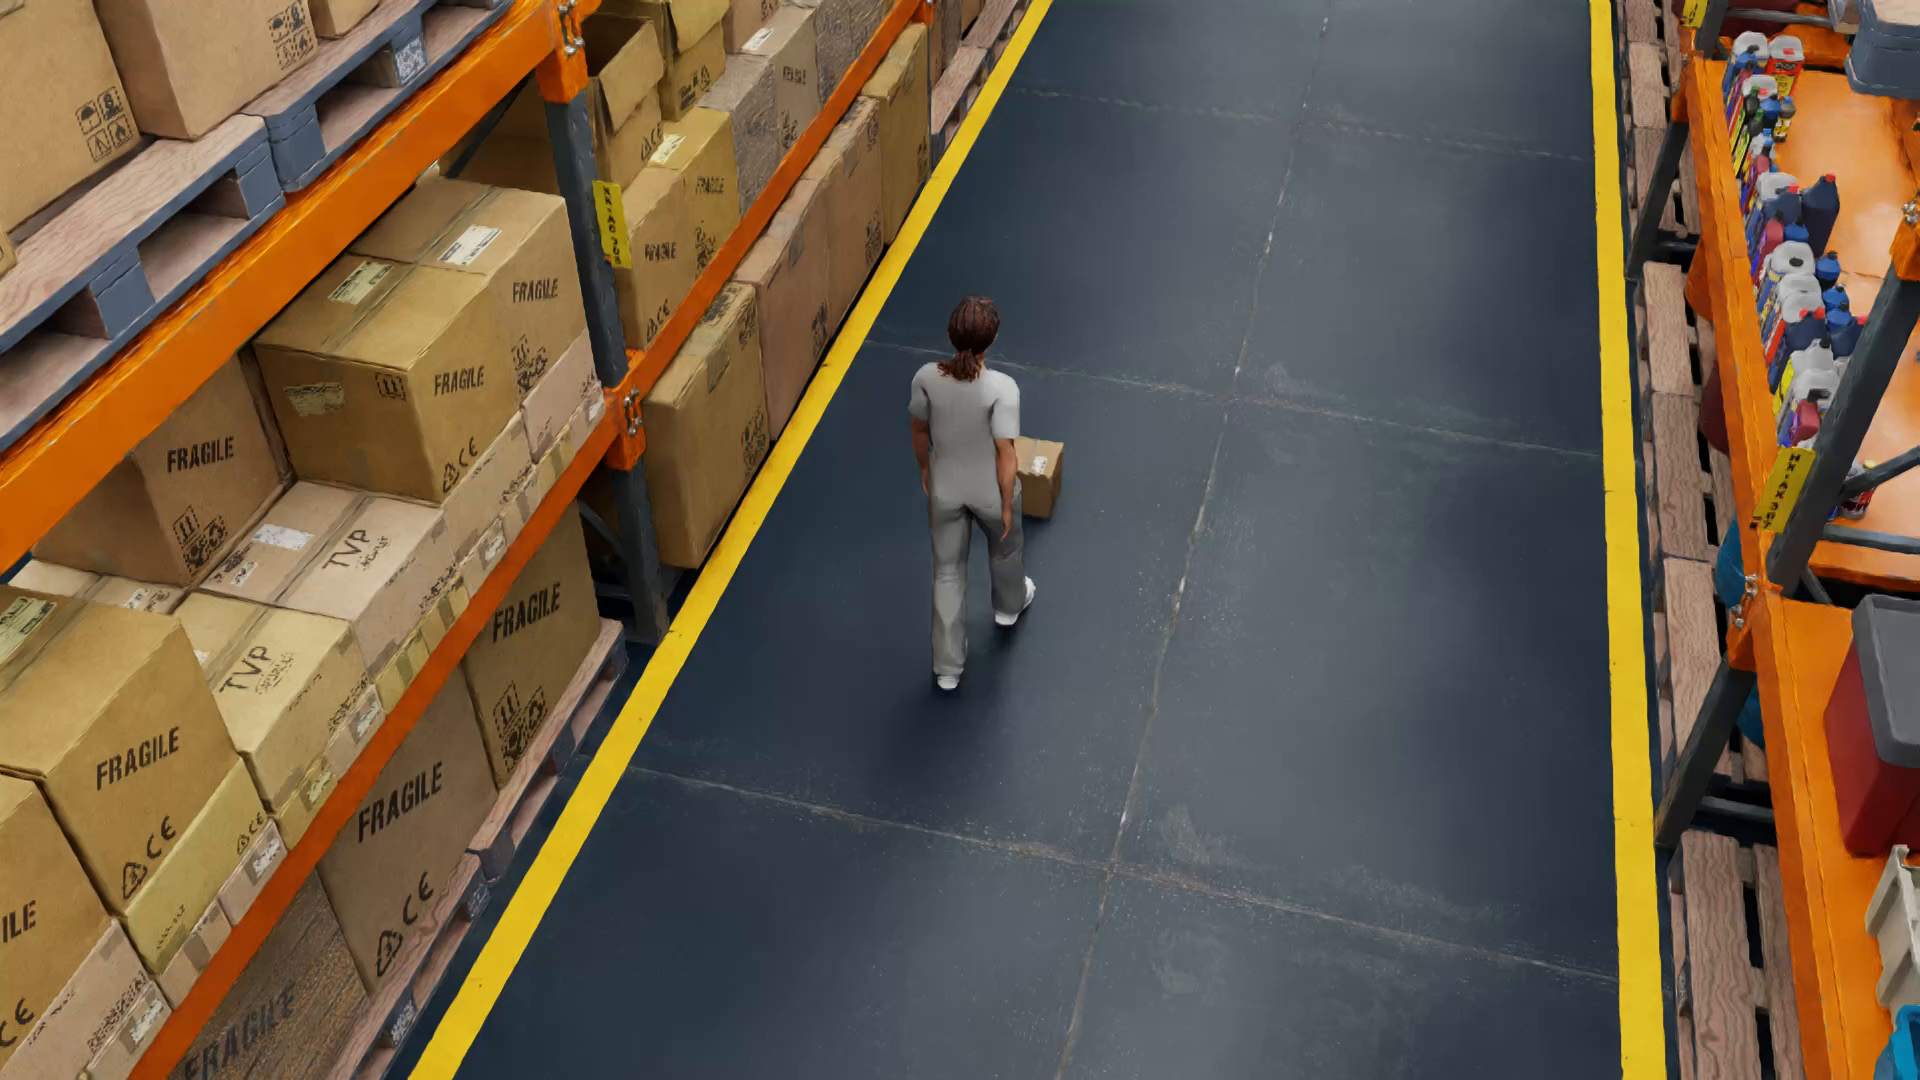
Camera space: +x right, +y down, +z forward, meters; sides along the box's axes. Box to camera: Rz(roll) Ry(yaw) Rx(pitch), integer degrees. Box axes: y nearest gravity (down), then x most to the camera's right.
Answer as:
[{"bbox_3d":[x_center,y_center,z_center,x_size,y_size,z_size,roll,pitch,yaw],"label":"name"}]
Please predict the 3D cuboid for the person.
[{"bbox_3d":[0.036,-0.235,6.417,0.448,1.655,0.707,9,42,10],"label":"person"}]
